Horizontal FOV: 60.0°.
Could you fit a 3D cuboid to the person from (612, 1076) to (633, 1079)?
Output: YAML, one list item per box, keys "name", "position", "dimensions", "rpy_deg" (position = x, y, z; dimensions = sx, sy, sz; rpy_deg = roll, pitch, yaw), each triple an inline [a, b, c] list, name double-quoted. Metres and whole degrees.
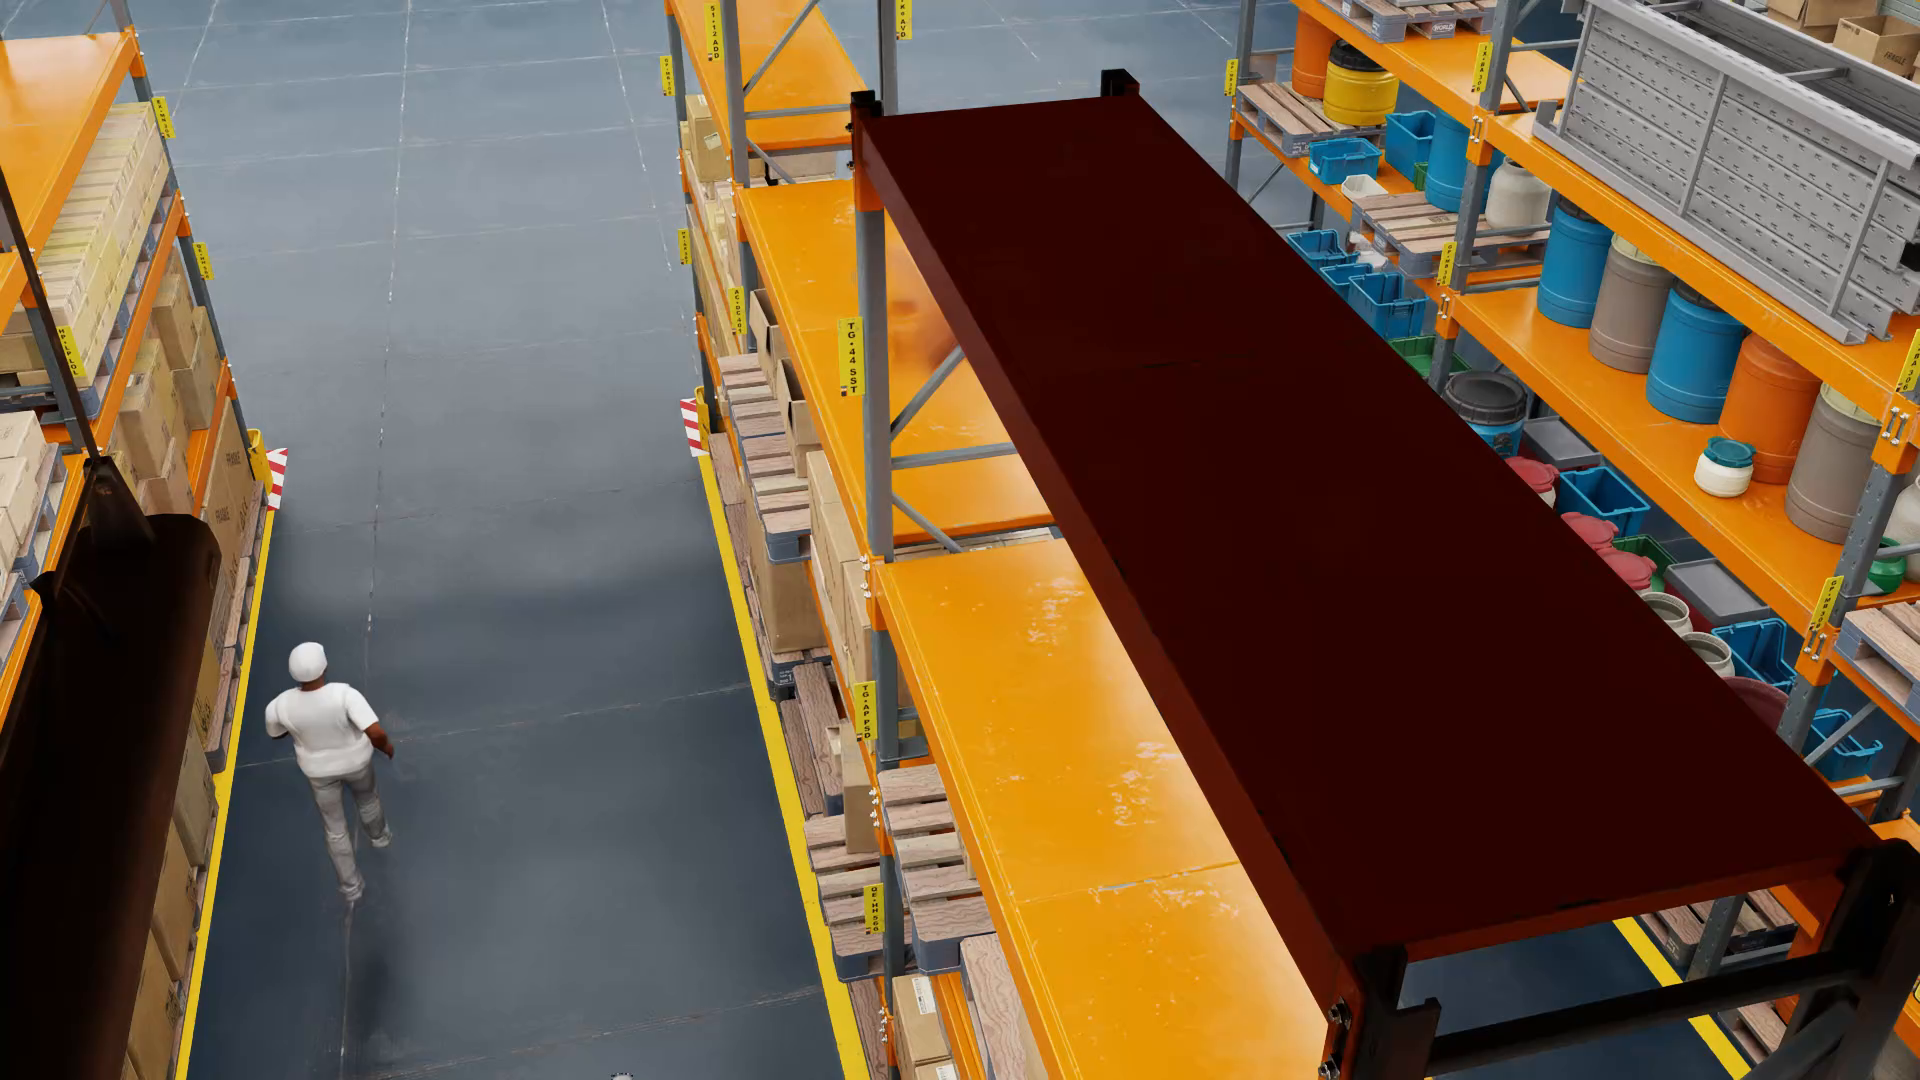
- name: "person"
  position: [-1.457, 3.105, 7.668]
  dimensions: [0.608, 1.669, 0.852]
  rpy_deg: [-13, 37, -18]

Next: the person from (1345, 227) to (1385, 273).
- name: "person"
  position: [4.068, -2.802, 16.745]
  dimensions: [0.607, 1.662, 0.508]
  rpy_deg: [-16, 37, -22]

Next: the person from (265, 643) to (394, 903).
- name: "person"
  position: [-3.745, 1.363, 10.018]
  dimensions: [0.677, 1.846, 0.768]
  rpy_deg: [-10, 36, -15]
